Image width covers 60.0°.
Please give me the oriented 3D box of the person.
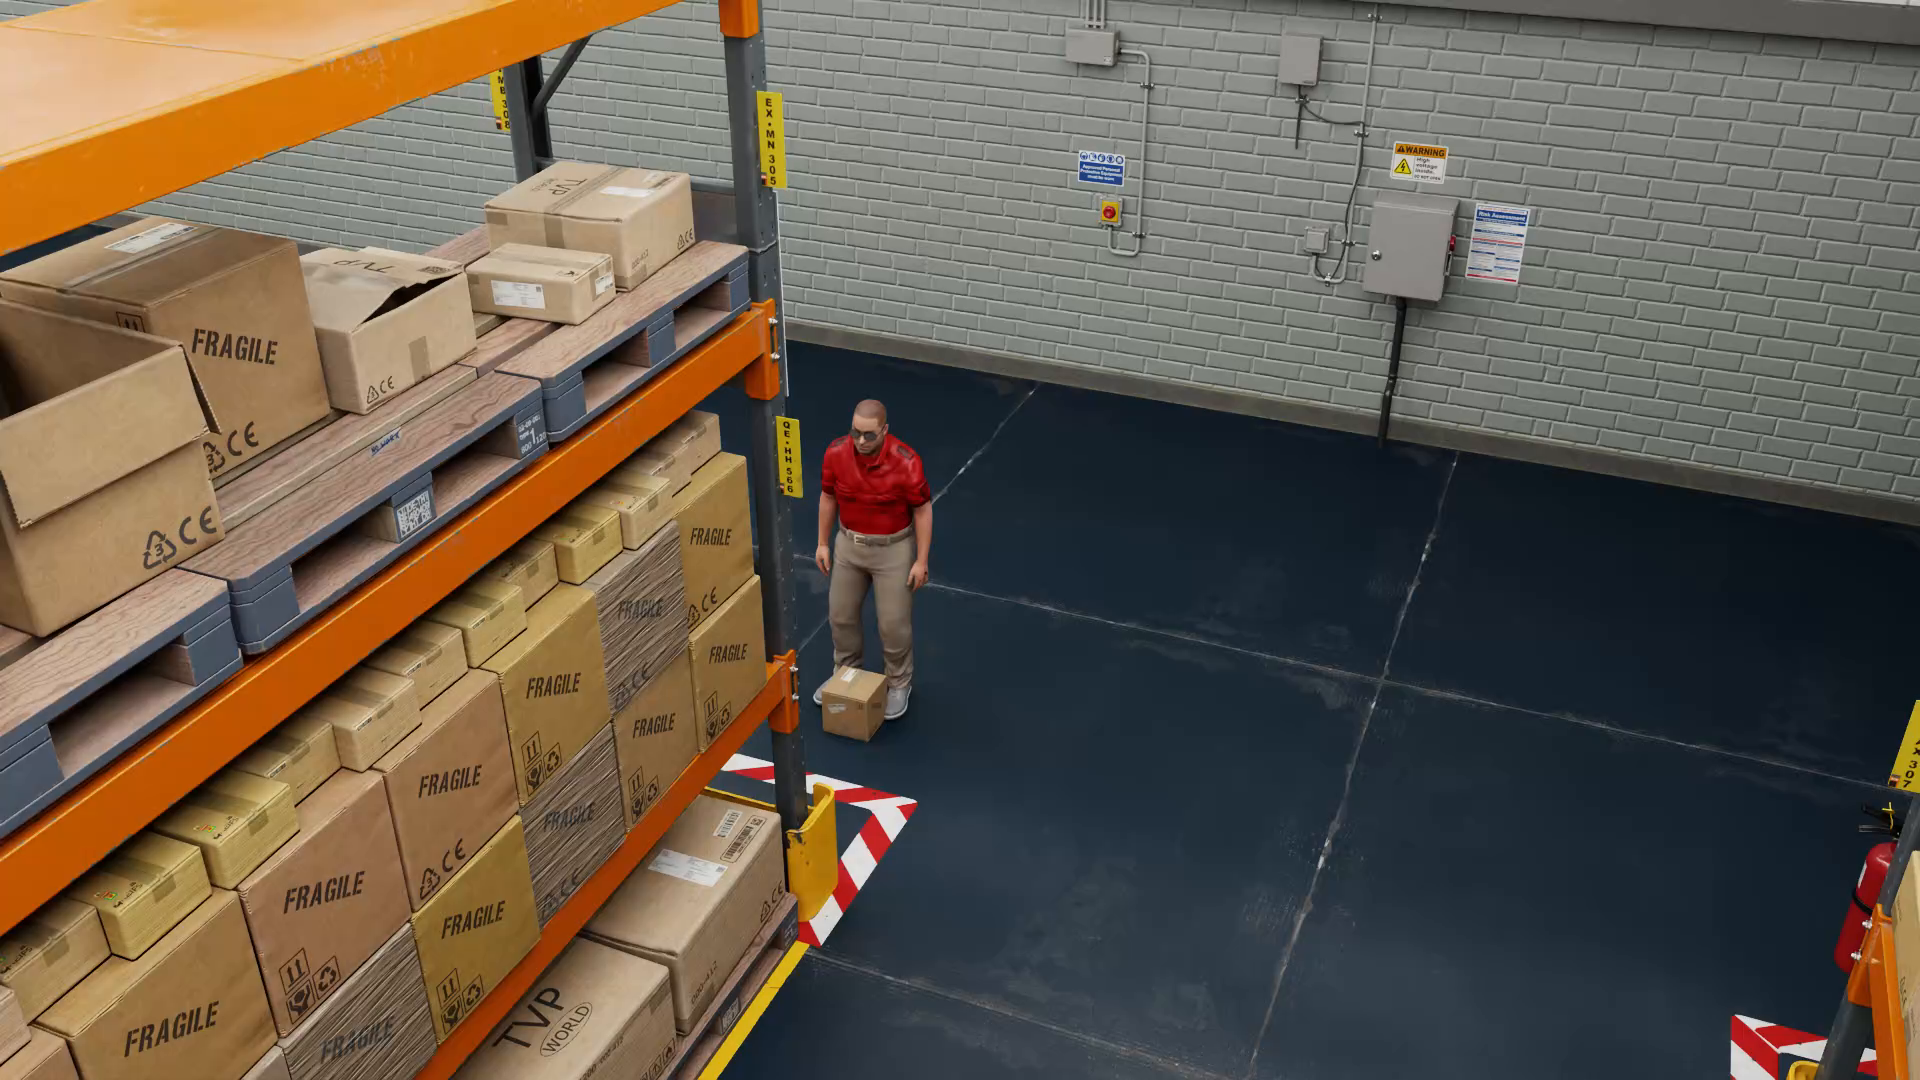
[{"bbox_3d":[-0.437,0.070,8.289,0.606,1.727,0.389,10,31,16],"label":"person"}]
